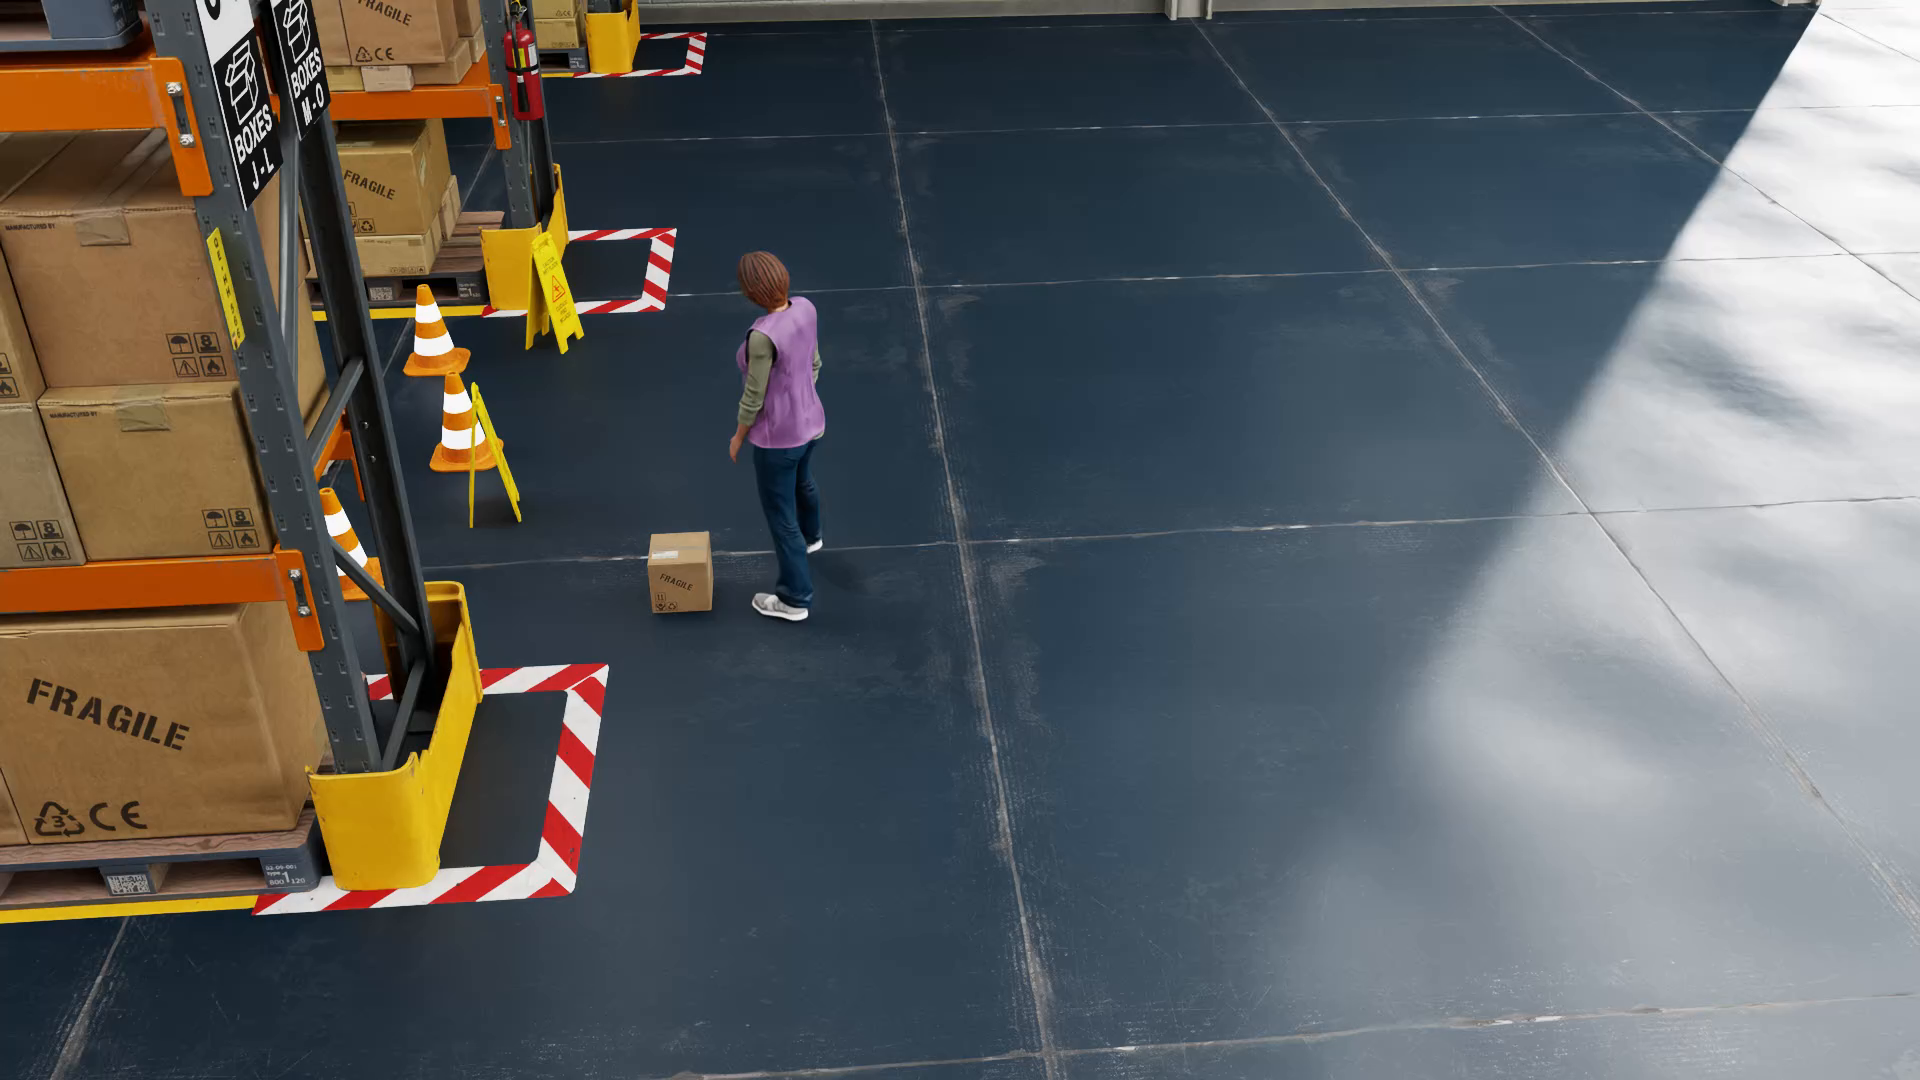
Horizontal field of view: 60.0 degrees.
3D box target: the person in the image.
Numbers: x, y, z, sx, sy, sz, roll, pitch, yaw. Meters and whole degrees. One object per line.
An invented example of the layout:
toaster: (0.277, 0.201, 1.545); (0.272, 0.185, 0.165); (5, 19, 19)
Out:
person: (-0.736, -0.495, 6.925); (0.466, 1.590, 0.609); (14, 34, 21)
